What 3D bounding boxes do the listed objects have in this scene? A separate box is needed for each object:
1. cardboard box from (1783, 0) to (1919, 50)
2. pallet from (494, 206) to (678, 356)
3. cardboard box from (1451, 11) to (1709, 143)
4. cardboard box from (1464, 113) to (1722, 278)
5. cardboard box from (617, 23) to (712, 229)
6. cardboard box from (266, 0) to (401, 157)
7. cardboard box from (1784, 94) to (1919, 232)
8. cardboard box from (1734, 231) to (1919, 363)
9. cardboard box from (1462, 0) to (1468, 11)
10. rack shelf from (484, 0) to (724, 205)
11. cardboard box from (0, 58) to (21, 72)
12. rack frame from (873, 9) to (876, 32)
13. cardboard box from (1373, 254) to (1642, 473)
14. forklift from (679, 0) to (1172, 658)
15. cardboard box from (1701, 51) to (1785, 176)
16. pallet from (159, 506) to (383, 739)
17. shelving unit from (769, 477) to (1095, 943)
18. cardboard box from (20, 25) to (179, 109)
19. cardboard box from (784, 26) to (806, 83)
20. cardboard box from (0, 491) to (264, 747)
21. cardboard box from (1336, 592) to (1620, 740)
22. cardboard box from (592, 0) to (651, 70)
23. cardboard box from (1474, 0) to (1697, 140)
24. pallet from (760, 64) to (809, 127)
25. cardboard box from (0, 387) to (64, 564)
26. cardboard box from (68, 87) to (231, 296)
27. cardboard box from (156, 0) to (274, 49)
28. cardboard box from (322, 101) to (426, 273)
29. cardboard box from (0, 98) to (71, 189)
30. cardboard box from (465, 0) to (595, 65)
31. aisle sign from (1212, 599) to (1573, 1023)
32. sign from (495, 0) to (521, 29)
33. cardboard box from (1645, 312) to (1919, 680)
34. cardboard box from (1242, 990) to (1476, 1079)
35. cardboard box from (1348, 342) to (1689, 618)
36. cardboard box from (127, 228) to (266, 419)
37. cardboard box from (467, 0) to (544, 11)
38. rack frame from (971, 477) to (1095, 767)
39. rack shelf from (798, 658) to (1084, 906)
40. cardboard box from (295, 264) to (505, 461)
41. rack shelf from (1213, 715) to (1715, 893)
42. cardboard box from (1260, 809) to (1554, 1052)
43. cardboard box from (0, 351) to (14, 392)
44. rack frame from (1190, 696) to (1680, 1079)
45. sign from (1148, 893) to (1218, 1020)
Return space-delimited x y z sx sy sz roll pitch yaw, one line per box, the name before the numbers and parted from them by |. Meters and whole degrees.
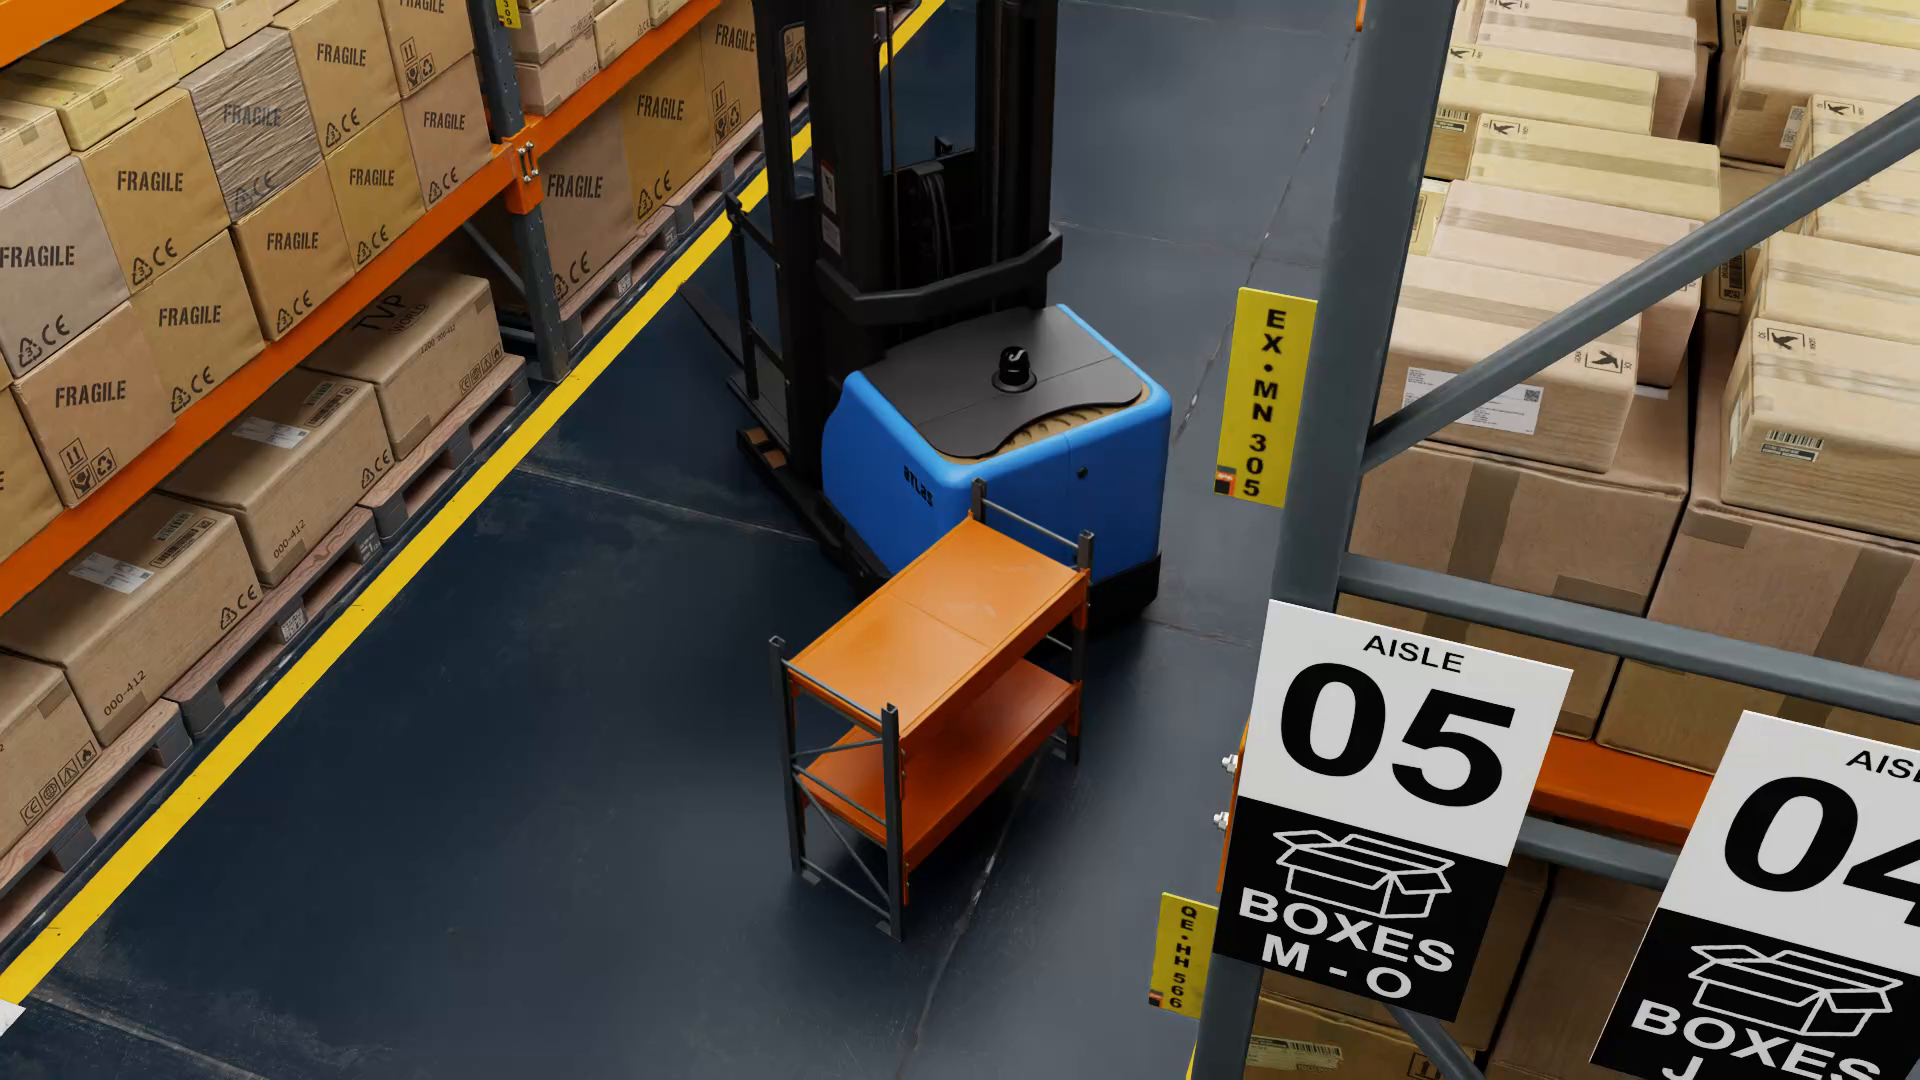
cardboard box | 1.750 -0.907 3.115 0.380 0.149 0.250 15 43 16
pallet | -2.217 -1.468 8.808 1.003 0.211 1.213 13 42 15
cardboard box | 1.178 -0.801 3.297 0.500 0.250 0.500 14 42 16
cardboard box | 1.009 -0.544 2.689 0.380 0.149 0.250 12 42 14
cardboard box | -1.972 -2.342 8.997 0.875 0.875 0.875 14 43 16
cardboard box | -2.493 -1.804 6.205 0.500 0.500 0.500 13 42 14
cardboard box | 1.582 -0.587 2.739 0.380 0.149 0.250 14 42 16
cardboard box | 1.337 -0.290 2.390 0.380 0.149 0.250 15 43 17
cardboard box | 1.526 -1.432 4.037 0.500 0.250 0.500 14 42 16
rack shelf | -1.726 -2.988 8.995 1.077 0.370 4.000 13 42 15
cardboard box | -3.301 -1.647 5.523 0.380 0.149 0.250 13 42 15
rack frame | -1.042 -4.482 10.192 1.000 3.000 0.127 13 42 15
cardboard box | 0.746 -0.259 2.355 0.380 0.149 0.250 13 42 15
forklift | -0.366 -1.498 6.747 1.130 2.935 3.031 -21 45 -23
cardboard box | 1.664 -0.674 3.148 0.500 0.250 0.500 14 42 16
pallet | -3.159 0.212 6.839 1.003 0.211 1.213 13 42 15
shelving unit | -0.072 0.574 5.710 0.538 1.125 1.048 27 47 28
cardboard box | -2.783 -1.530 5.385 0.380 0.149 0.250 13 42 15
cardboard box | -1.357 -3.430 10.273 0.875 0.875 0.875 13 42 15
cardboard box | -3.341 0.228 6.322 0.875 0.438 0.875 14 43 16
cardboard box | 0.815 0.015 2.726 0.500 0.250 0.500 12 42 14
cardboard box | -1.836 -2.511 7.997 0.500 0.250 0.500 12 42 14
cardboard box | 1.141 -0.871 3.072 0.380 0.149 0.250 12 42 14
pallet | -1.383 -2.957 10.553 1.003 0.211 1.213 13 42 15
cardboard box | -3.197 -0.184 5.078 0.500 0.500 0.500 13 42 14
cardboard box | -2.838 -1.187 5.483 0.500 0.500 0.500 13 42 15
cardboard box | -2.625 -1.843 5.752 0.380 0.149 0.250 13 42 15
cardboard box | -2.499 -1.425 6.532 0.500 0.500 0.500 12 42 14
cardboard box | -2.939 -1.210 5.011 0.380 0.149 0.250 14 42 15
cardboard box | -1.995 -2.381 7.460 0.500 0.250 0.500 12 42 14
aisle sign | 0.601 0.424 2.439 0.394 0.787 0.004 13 42 15
sign | -1.888 -2.279 6.882 0.100 0.325 0.005 13 42 15
cardboard box | 1.306 -0.056 2.423 0.500 0.250 0.500 14 42 16
cardboard box | 0.820 0.952 3.516 0.500 0.500 0.500 14 42 16
cardboard box | 0.827 -0.177 2.565 0.500 0.250 0.500 12 42 14
cardboard box | -2.851 -0.799 5.799 0.500 0.500 0.500 15 43 17
cardboard box | -1.990 -2.665 7.215 0.500 0.500 0.500 14 42 16
rack frame | 0.244 0.316 6.013 0.500 1.125 0.032 27 47 28
rack shelf | -0.072 0.760 5.869 0.538 0.278 1.000 27 47 28
cardboard box | -2.726 -0.868 7.607 0.875 0.438 0.875 13 42 14
rack shelf | 1.592 -0.652 3.947 1.077 0.370 4.000 13 42 15
cardboard box | 0.831 0.569 3.195 0.500 0.500 0.500 12 42 14
cardboard box | -3.176 -0.567 4.756 0.500 0.500 0.500 12 42 14
rack frame | 0.908 1.435 3.257 1.000 3.000 0.127 13 42 15
sign | 0.393 0.739 2.937 0.100 0.325 0.005 13 42 15
